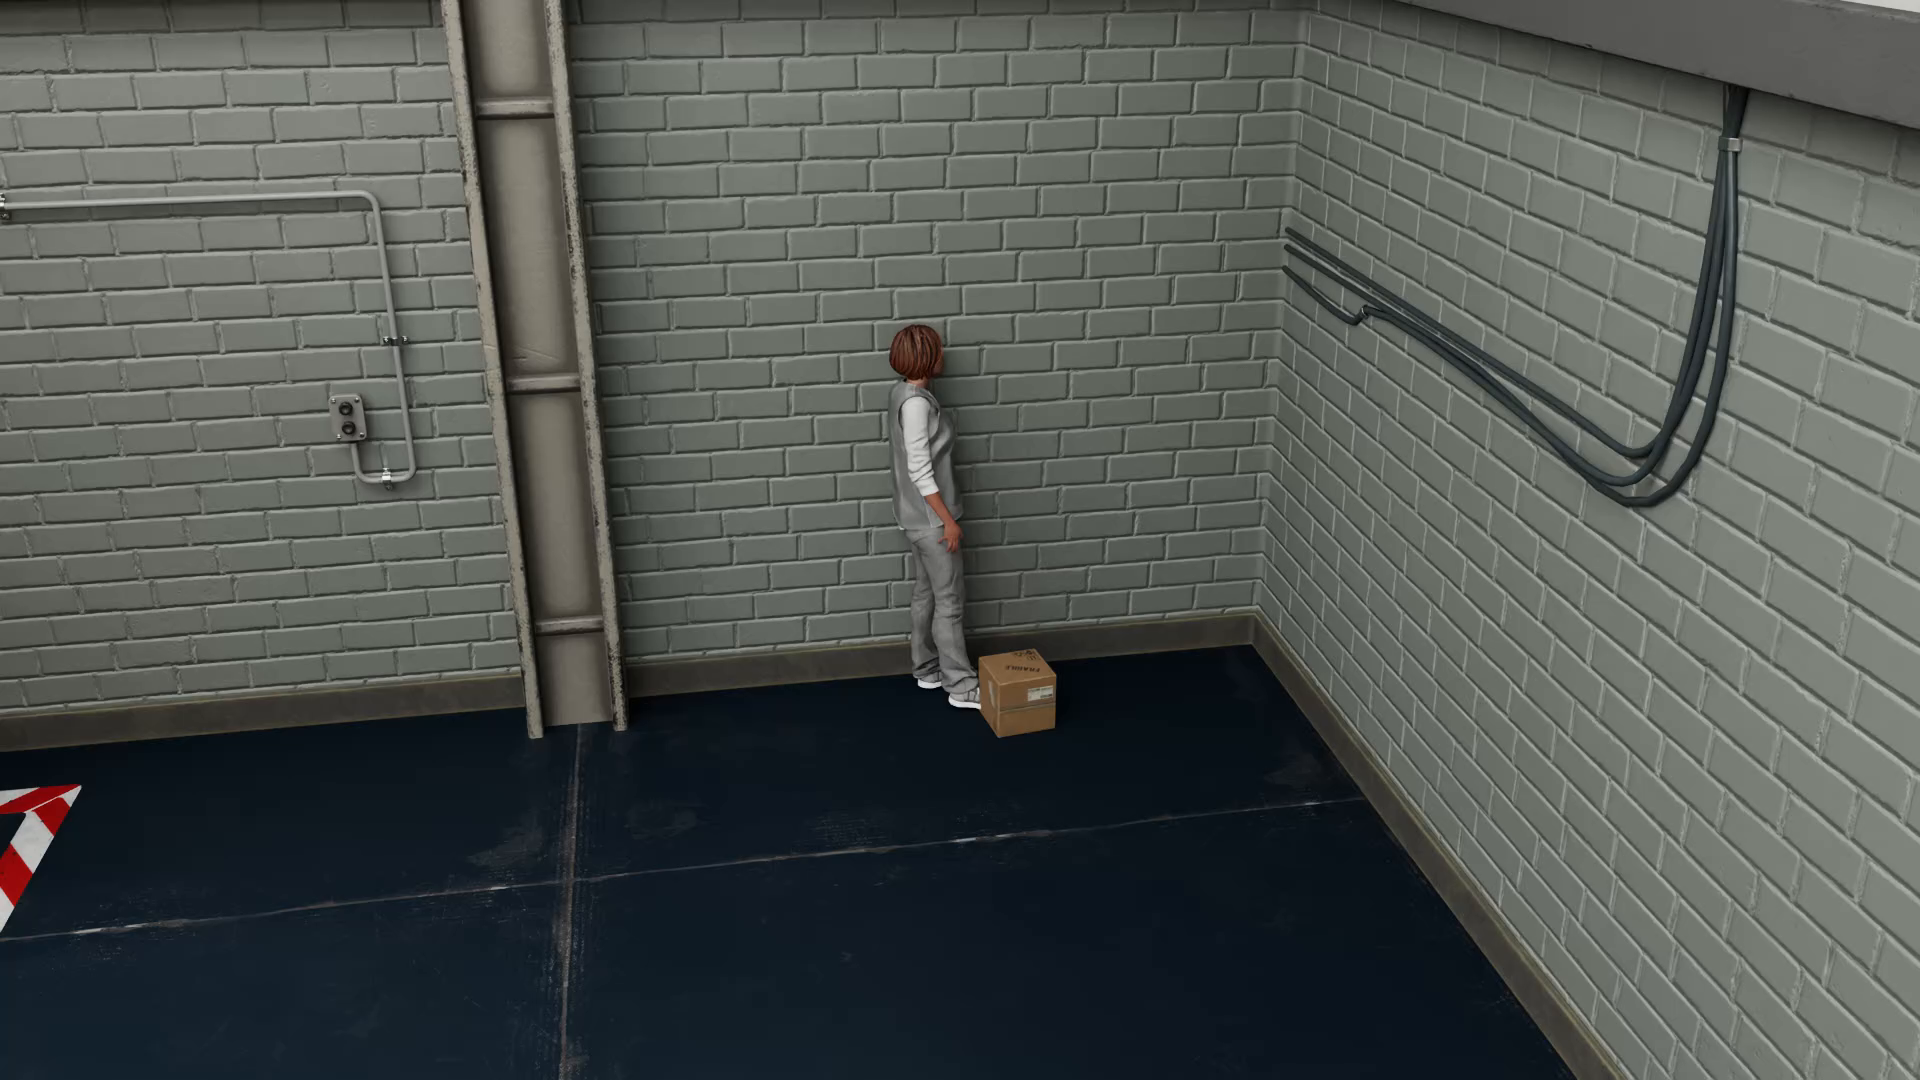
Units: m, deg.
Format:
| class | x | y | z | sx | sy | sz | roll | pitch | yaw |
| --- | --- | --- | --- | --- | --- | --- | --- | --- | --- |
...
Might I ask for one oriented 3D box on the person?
| class | x | y | z | sx | sy | sz | roll | pitch | yaw |
| --- | --- | --- | --- | --- | --- | --- | --- | --- | --- |
| person | -0.050 | -0.103 | 6.822 | 0.474 | 1.598 | 0.519 | -4 | 24 | -10 |
